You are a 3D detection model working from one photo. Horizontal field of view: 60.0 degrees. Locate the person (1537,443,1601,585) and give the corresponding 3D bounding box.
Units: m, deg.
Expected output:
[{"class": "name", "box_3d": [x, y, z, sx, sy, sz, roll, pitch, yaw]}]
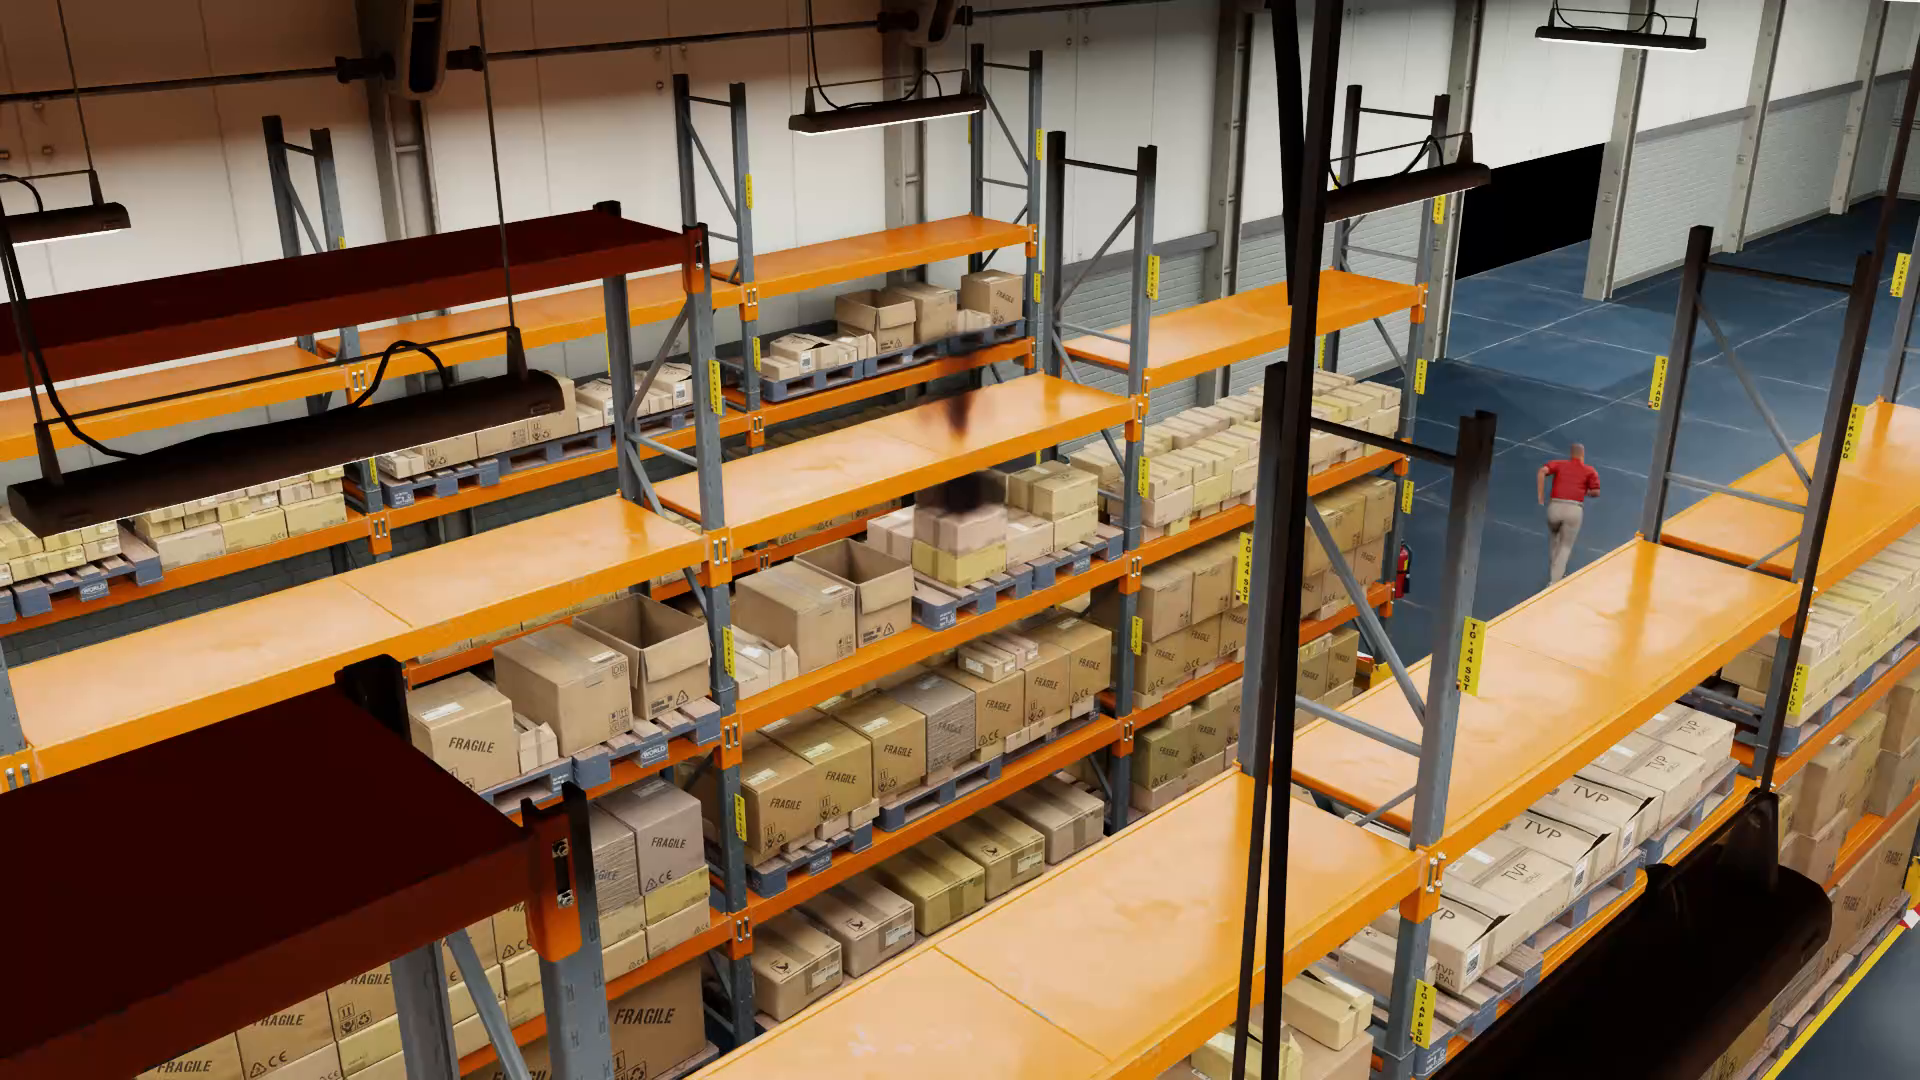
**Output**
[{"class": "person", "box_3d": [7.000, -0.214, 19.336, 0.707, 1.695, 1.017, 11, 25, 25]}]
